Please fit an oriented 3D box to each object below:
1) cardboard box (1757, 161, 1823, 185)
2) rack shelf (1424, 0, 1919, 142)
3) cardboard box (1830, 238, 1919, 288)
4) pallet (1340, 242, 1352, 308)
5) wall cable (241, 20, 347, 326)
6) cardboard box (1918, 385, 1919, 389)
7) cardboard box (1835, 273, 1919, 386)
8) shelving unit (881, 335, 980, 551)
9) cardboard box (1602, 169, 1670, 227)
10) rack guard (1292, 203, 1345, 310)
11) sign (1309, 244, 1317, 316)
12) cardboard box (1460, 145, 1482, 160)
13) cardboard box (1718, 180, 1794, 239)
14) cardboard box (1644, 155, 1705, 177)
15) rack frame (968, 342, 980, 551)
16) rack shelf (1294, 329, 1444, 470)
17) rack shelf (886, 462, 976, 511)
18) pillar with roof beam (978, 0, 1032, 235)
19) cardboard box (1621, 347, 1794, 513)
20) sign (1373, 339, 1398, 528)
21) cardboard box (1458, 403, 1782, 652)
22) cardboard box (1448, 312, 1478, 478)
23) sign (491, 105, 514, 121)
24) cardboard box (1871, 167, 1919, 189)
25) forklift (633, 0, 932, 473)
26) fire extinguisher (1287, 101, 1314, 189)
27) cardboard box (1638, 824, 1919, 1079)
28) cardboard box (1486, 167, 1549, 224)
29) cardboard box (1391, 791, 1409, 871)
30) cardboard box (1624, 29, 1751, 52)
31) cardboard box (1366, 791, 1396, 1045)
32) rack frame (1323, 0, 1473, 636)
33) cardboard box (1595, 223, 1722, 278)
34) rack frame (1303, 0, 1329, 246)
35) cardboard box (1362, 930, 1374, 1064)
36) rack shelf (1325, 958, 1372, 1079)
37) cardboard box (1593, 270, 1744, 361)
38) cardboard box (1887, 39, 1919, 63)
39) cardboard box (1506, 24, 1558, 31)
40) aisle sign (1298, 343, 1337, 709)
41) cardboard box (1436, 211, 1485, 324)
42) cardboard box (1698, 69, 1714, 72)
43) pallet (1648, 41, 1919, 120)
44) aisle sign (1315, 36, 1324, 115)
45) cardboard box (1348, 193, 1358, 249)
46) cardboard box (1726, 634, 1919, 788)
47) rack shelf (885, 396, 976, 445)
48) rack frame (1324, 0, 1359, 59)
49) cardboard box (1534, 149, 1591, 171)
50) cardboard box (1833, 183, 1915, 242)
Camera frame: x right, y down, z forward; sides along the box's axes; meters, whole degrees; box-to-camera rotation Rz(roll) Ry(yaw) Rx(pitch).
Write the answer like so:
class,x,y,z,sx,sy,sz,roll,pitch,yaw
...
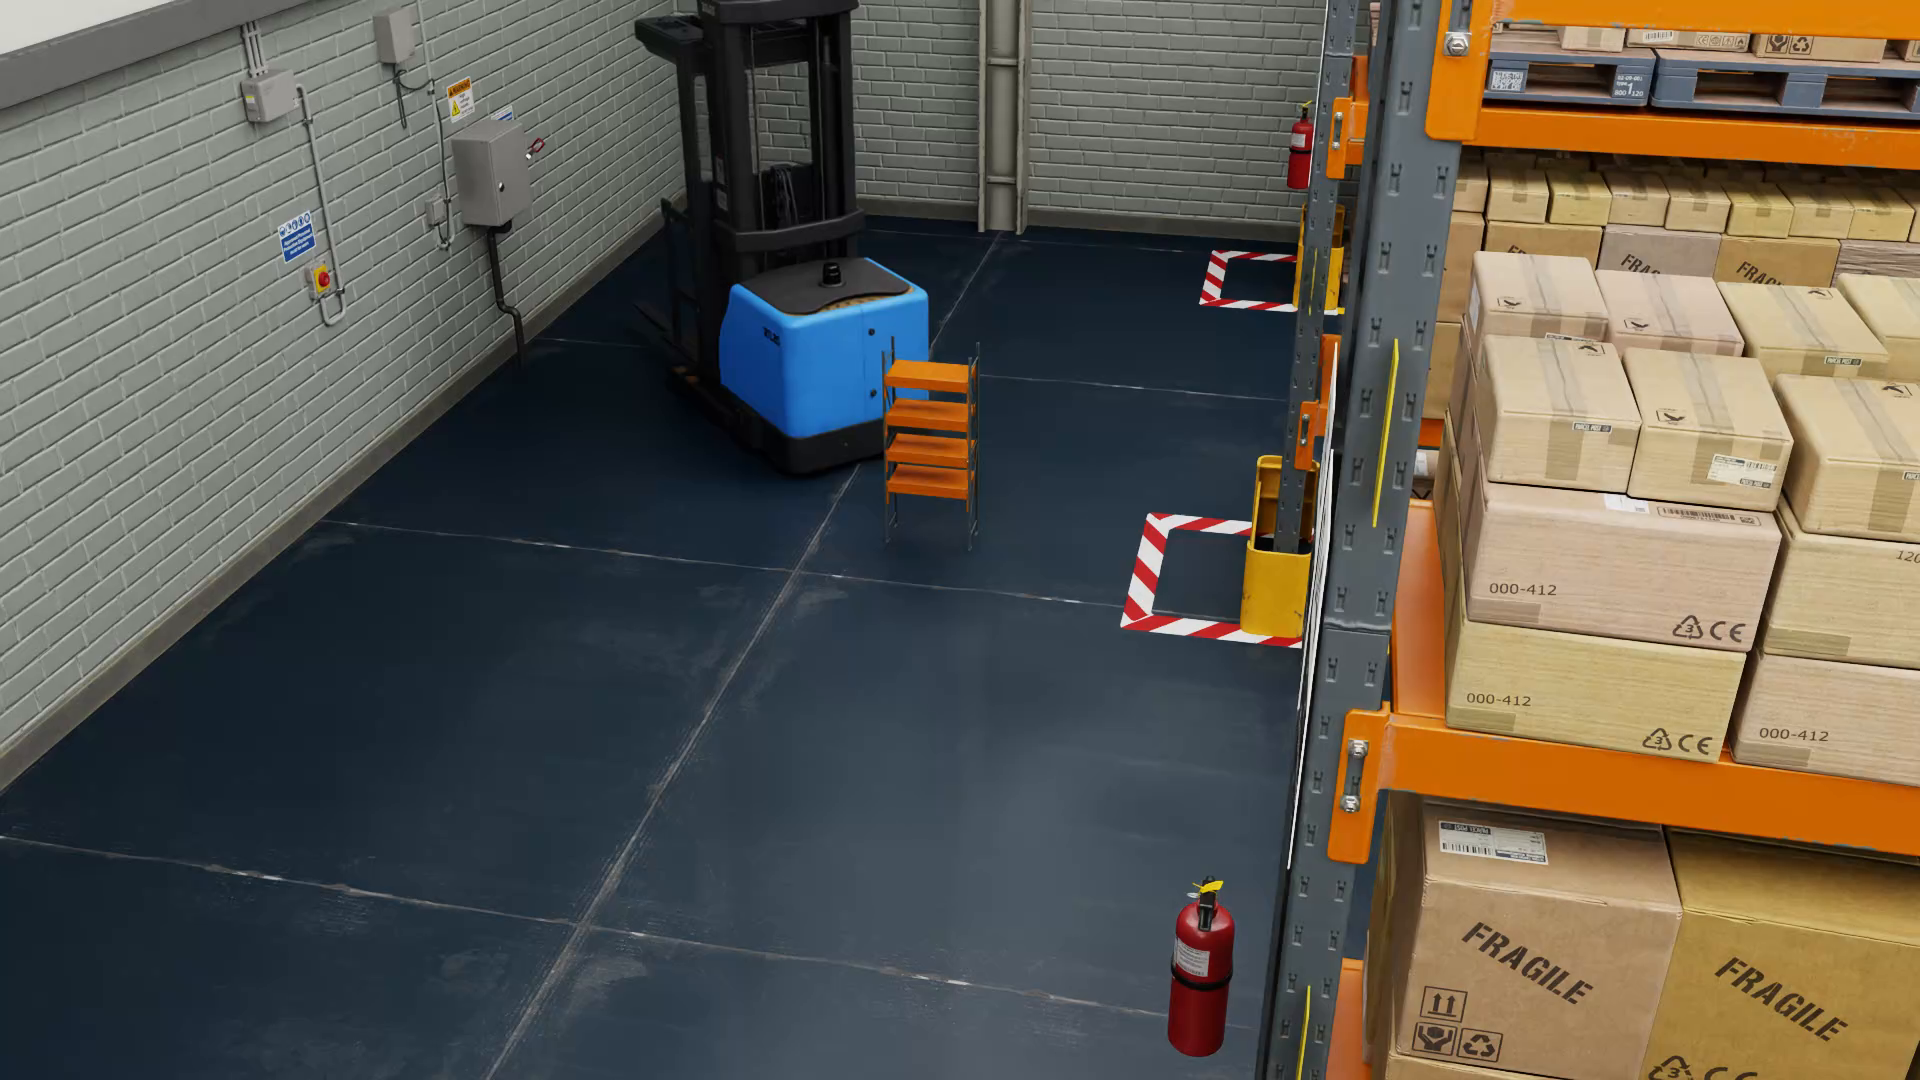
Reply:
class,x,y,z,sx,sy,sz,roll,pitch,yaw
cardboard box,3.970,-1.758,8.017,0.250,0.149,0.380,6,29,11
rack shelf,2.819,-0.857,2.696,4.000,0.370,1.077,6,29,11
cardboard box,4.196,-1.178,7.632,0.500,0.500,0.500,6,29,11
pallet,3.685,-2.099,13.364,1.213,0.211,1.003,6,29,11
wall cable,-3.721,-2.091,9.356,0.123,1.953,0.585,6,29,11
cardboard box,1.866,-0.127,2.955,0.250,0.149,0.380,6,29,11
cardboard box,2.002,-0.420,3.490,0.250,0.149,0.380,6,29,11
shelving unit,-0.162,-0.543,9.492,0.503,1.200,0.258,6,29,11
cardboard box,3.118,-1.587,7.704,0.250,0.149,0.380,6,29,11
rack guard,2.905,-2.305,13.439,0.348,0.500,1.175,6,29,11
sign,1.676,-1.232,7.893,0.005,0.325,0.100,6,29,11
cardboard box,2.444,-1.888,8.255,0.250,0.149,0.380,6,29,11
cardboard box,3.595,-1.503,7.552,0.250,0.149,0.380,5,29,9
cardboard box,3.450,-1.800,8.094,0.250,0.149,0.380,7,29,12
rack frame,0.077,-0.518,9.448,0.015,1.200,0.240,6,29,11
rack shelf,3.754,-0.561,8.401,4.000,0.370,1.077,6,29,11
rack shelf,-0.162,-0.310,9.620,0.480,0.148,0.258,6,29,11
pillar with roof beam,-0.517,-4.712,8.987,0.400,9.000,9.100,6,29,11
cardboard box,1.378,-0.213,3.113,0.250,0.149,0.380,7,29,13
sign,0.750,-0.187,2.934,0.005,0.325,0.100,6,29,11
cardboard box,1.248,-0.045,3.220,0.500,0.250,0.500,6,29,11
cardboard box,1.367,-0.285,3.659,0.500,0.250,0.500,5,29,9
sign,-3.239,-2.815,11.867,0.001,0.494,0.329,6,29,11
cardboard box,4.458,-1.715,7.938,0.250,0.149,0.380,5,29,9
forklift,-1.391,-2.367,11.022,1.130,2.935,3.031,-17,33,-28
fire extinguisher,2.590,-3.009,12.592,0.183,0.674,0.296,6,29,11
cardboard box,1.742,0.862,3.597,0.500,0.500,0.500,7,29,12
cardboard box,2.589,-1.606,7.739,0.250,0.149,0.380,7,29,12
cardboard box,1.363,0.574,4.124,0.500,0.500,0.500,5,29,10
cardboard box,3.251,-2.409,7.454,0.500,0.311,0.500,6,29,11
cardboard box,1.356,1.007,4.373,0.500,0.500,0.500,6,29,12
rack frame,0.863,-1.374,2.889,0.127,3.000,1.000,6,29,11
cardboard box,3.220,-1.281,7.822,0.500,0.500,0.500,6,29,10
rack frame,2.831,-3.409,12.853,0.127,3.000,1.000,6,29,11
cardboard box,1.241,1.268,4.573,0.250,0.149,0.380,6,29,11
rack shelf,2.819,1.773,4.136,4.000,0.370,1.077,6,29,11
cardboard box,1.475,-0.431,3.510,0.250,0.149,0.380,6,29,11
cardboard box,4.384,-2.386,7.211,0.637,0.503,0.797,8,30,14
cardboard box,2.684,-2.504,7.796,0.250,0.149,0.380,4,29,7
aisle sign,0.854,-0.031,3.976,0.004,0.787,0.394,6,29,11
cardboard box,2.208,-1.378,7.998,0.500,0.500,0.500,5,29,9
cardboard box,5.342,-3.676,12.406,0.500,0.500,0.500,5,29,9
pallet,3.722,-2.163,7.547,1.213,0.211,1.003,6,29,11
aisle sign,1.792,-2.371,8.249,0.004,0.787,0.394,6,29,11
cardboard box,3.409,-2.392,13.158,0.637,0.503,0.797,5,29,9
cardboard box,1.763,0.227,3.244,0.500,0.250,0.500,7,29,12
rack shelf,-0.162,-0.680,9.417,0.480,0.148,0.258,6,29,11
rack frame,1.798,-3.709,7.154,0.127,3.000,1.000,6,29,11
cardboard box,2.952,-1.857,8.198,0.250,0.149,0.380,7,29,12
cardboard box,4.105,-1.483,7.514,0.250,0.149,0.380,5,29,9
